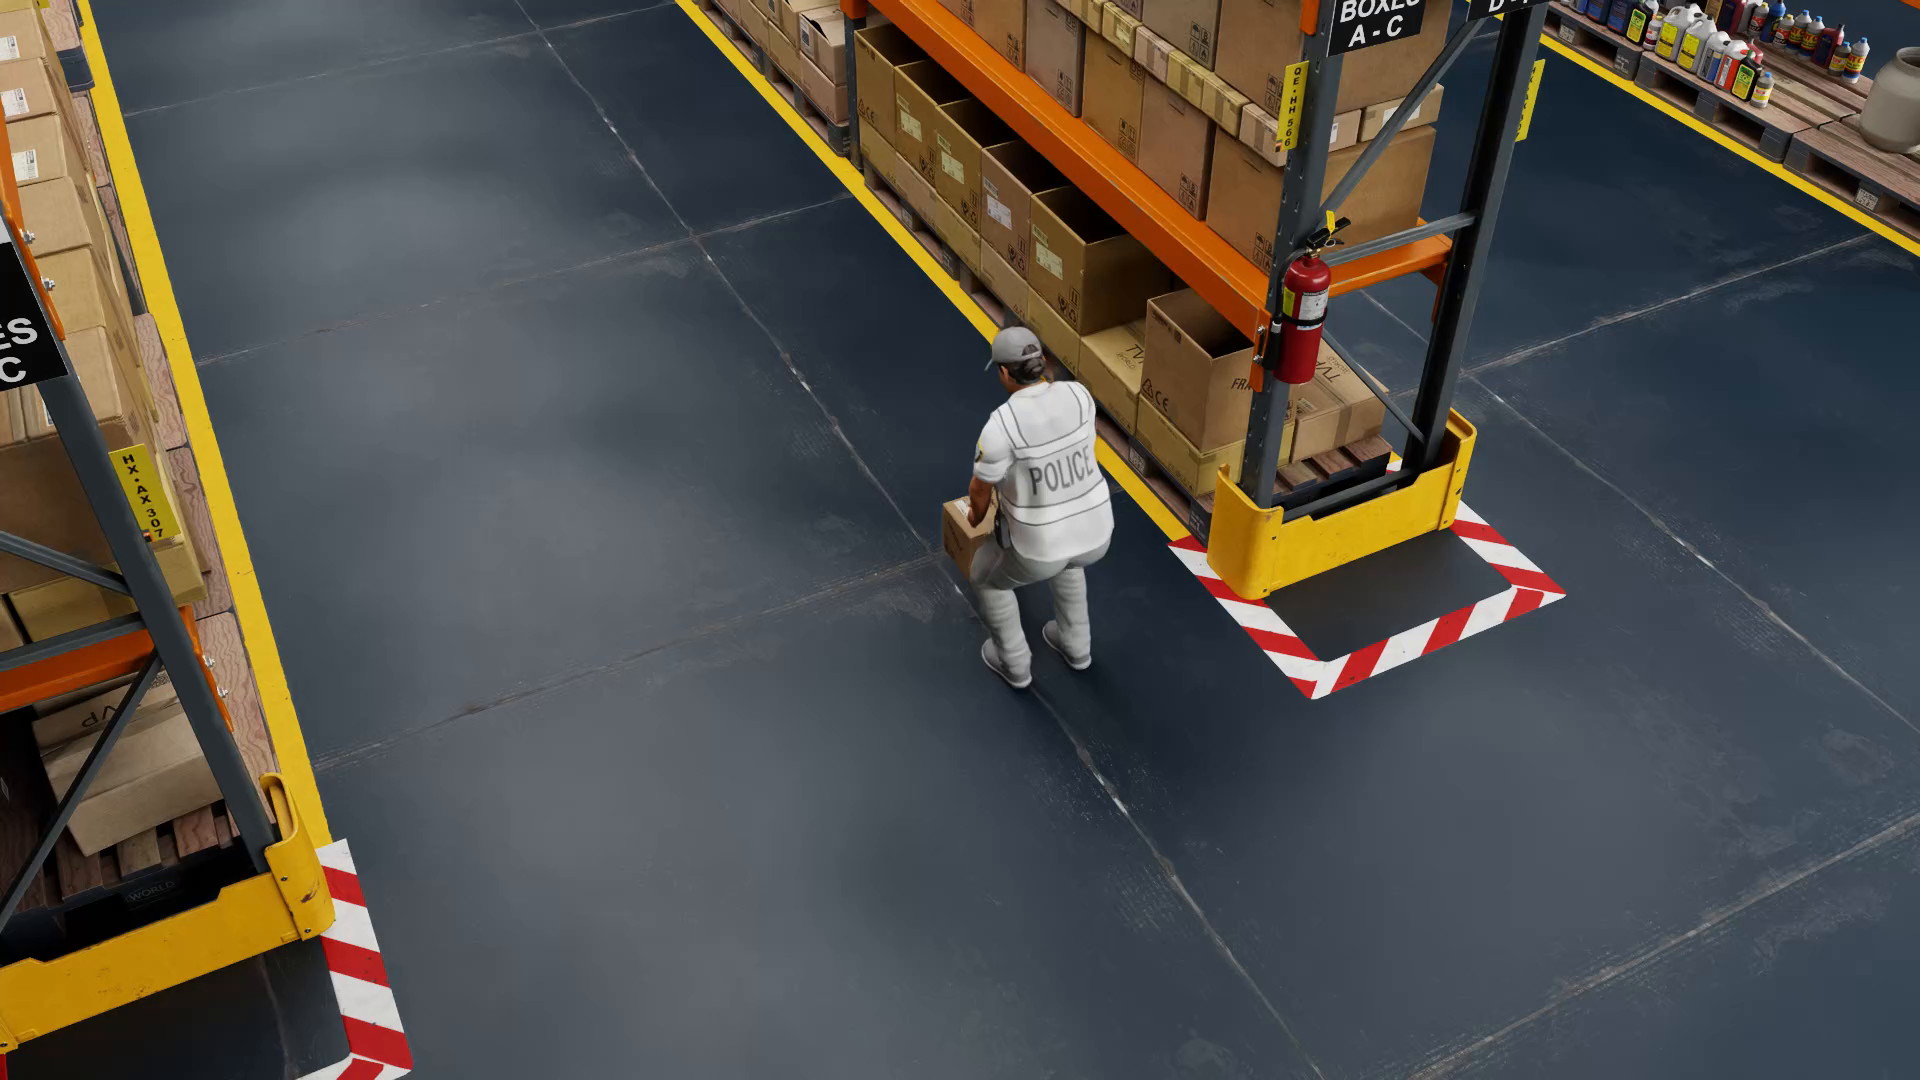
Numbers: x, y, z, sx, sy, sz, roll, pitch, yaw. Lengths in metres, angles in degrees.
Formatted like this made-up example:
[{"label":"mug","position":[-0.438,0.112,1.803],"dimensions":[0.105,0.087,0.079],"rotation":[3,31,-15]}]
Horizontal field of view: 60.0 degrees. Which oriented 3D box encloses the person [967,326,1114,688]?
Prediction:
[{"label":"person","position":[0.281,-0.079,6.351],"dimensions":[0.519,1.541,0.591],"rotation":[-18,45,-19]}]
